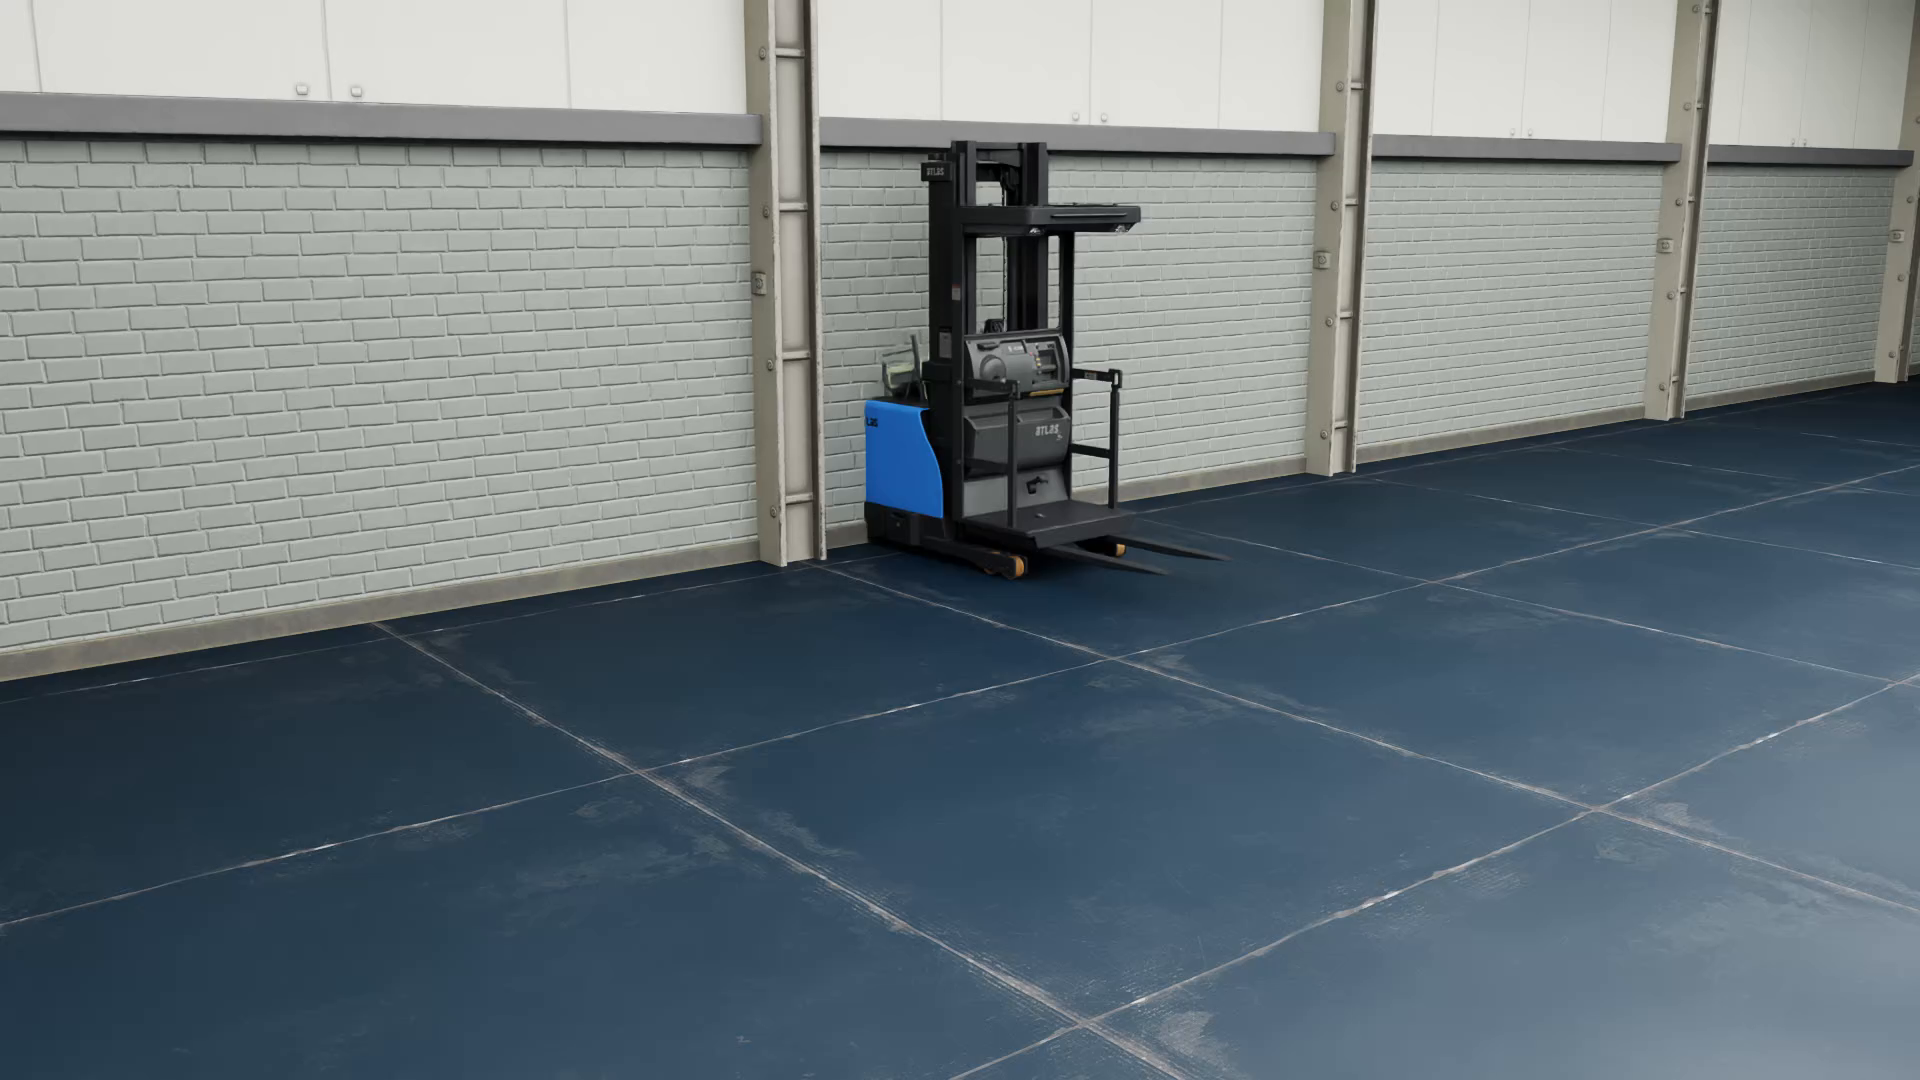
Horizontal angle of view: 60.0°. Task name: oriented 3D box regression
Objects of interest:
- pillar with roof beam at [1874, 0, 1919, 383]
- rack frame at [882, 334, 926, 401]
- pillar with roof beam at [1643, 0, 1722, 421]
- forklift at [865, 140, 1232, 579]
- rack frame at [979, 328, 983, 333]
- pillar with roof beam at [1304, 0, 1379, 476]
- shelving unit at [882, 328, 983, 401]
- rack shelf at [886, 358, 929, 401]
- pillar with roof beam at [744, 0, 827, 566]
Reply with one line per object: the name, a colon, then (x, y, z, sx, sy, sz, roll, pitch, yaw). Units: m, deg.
pillar with roof beam: (15.537, -5.902, 18.758, 0.400, 9.000, 9.100, -9, 15, -38)
rack frame: (-0.355, -0.745, 12.305, 0.400, 1.500, 0.023, -5, 6, 45)
pillar with roof beam: (10.852, -5.123, 15.092, 0.400, 9.000, 9.100, -9, 15, -38)
forklift: (0.552, -1.282, 11.610, 1.130, 2.935, 3.031, -10, 16, -40)
rack frame: (0.148, -0.860, 12.825, 0.400, 1.500, 0.023, -5, 6, 45)
pillar with roof beam: (6.167, -4.345, 11.425, 0.400, 9.000, 9.100, -9, 15, -38)
shelving unit: (-0.103, -0.803, 12.565, 0.431, 1.500, 0.755, -5, 6, 45)
rack shelf: (-0.164, -1.188, 12.538, 0.431, 0.370, 0.720, -5, 6, 45)
pillar with roof beam: (1.482, -3.566, 7.759, 0.400, 9.000, 9.100, -9, 15, -38)
